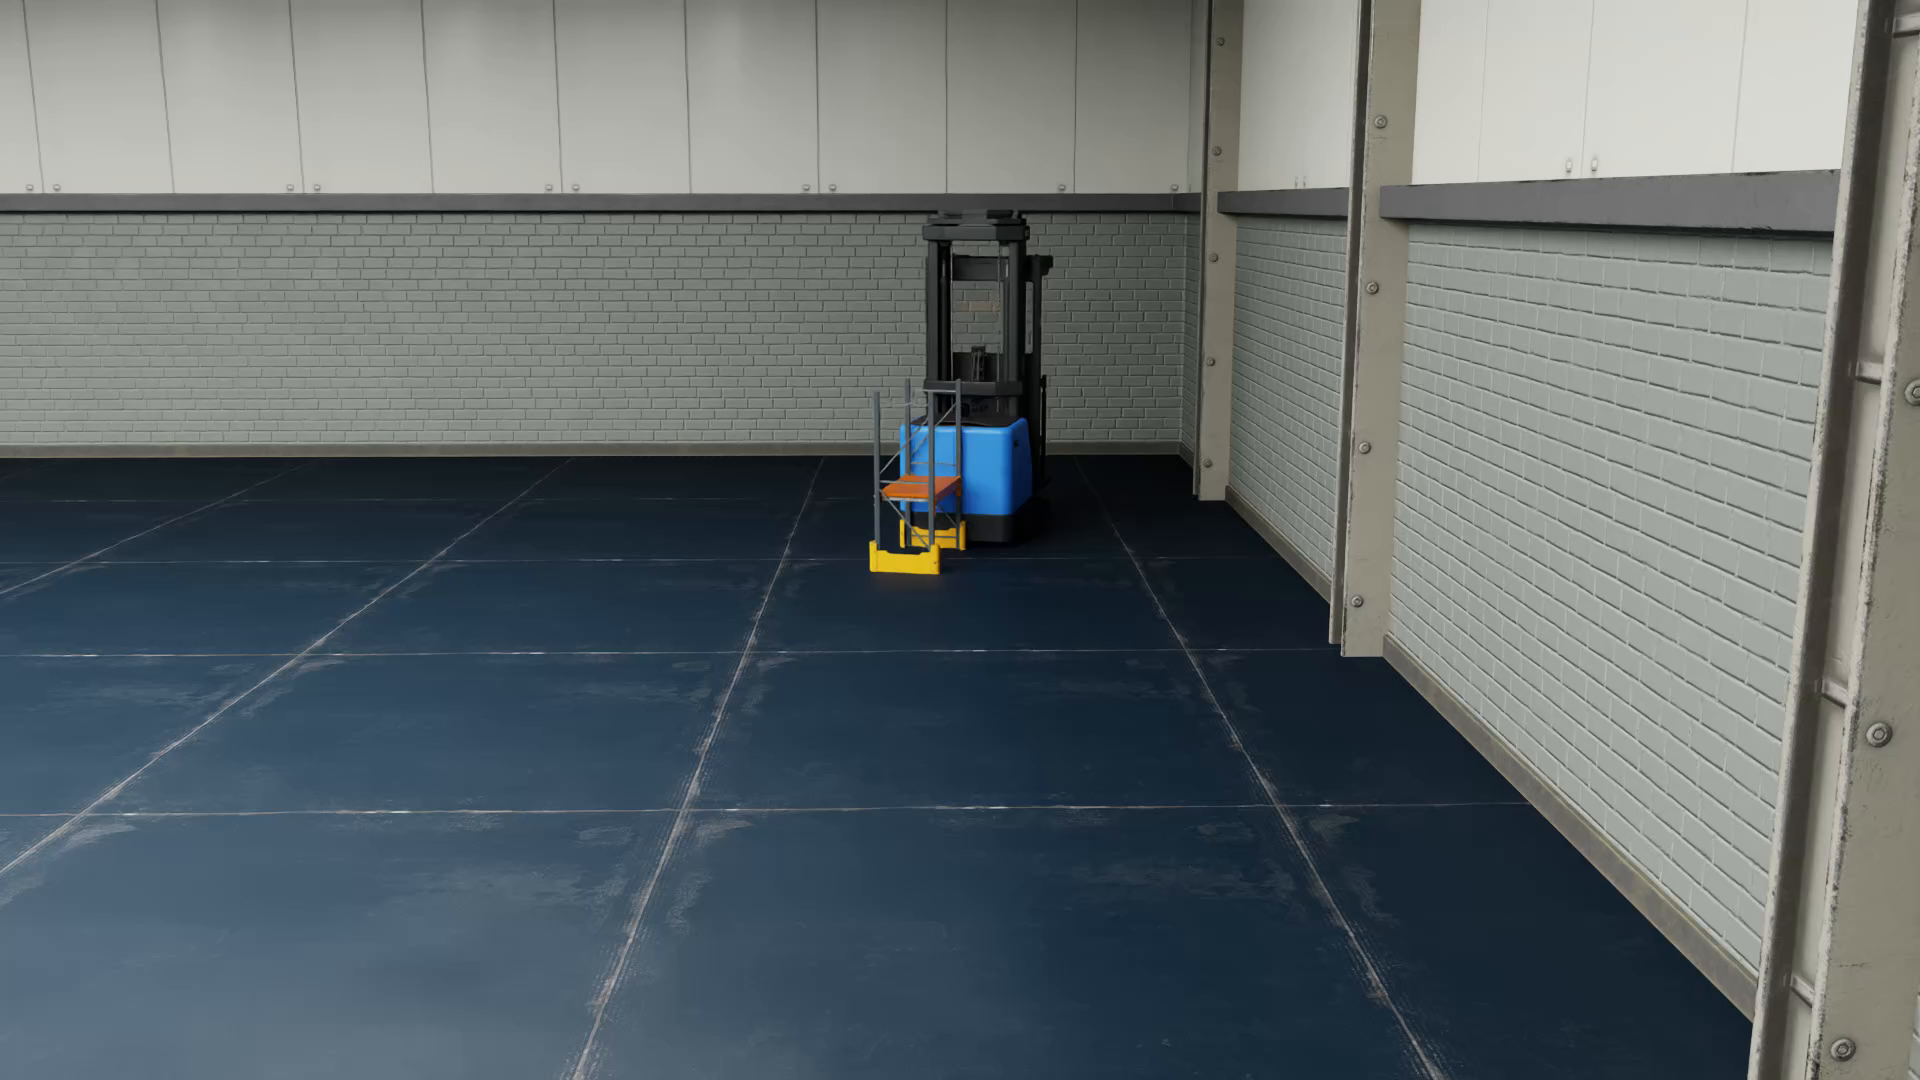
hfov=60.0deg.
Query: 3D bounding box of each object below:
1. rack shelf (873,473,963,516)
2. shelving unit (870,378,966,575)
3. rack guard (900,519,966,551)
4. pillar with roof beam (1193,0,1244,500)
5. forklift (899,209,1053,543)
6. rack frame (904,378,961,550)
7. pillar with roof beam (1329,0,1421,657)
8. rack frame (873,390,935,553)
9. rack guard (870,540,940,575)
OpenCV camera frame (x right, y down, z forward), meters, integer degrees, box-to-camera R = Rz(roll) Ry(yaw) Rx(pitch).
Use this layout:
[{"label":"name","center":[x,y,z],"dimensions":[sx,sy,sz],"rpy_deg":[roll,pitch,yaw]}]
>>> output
[{"label":"rack shelf","center":[-0.345,-0.389,14.111],"dimensions":[0.538,0.185,1.000],"rpy_deg":[3,12,12]},{"label":"shelving unit","center":[-0.347,-0.564,14.066],"dimensions":[0.587,1.500,1.083],"rpy_deg":[3,12,12]},{"label":"rack guard","center":[-0.239,-0.048,14.667],"dimensions":[0.587,0.250,0.087],"rpy_deg":[3,12,12]},{"label":"pillar with roof beam","center":[-1.704,-4.840,16.284],"dimensions":[9.100,9.000,0.400],"rpy_deg":[0,11,-1]},{"label":"forklift","center":[0.272,-1.658,15.860],"dimensions":[1.130,2.935,3.031],"rpy_deg":[3,12,12]},{"label":"rack frame","center":[-0.235,-0.664,14.561],"dimensions":[0.500,1.500,0.032],"rpy_deg":[3,12,12]},{"label":"pillar with roof beam","center":[-1.580,-3.647,10.405],"dimensions":[9.100,9.000,0.400],"rpy_deg":[0,11,-1]},{"label":"rack frame","center":[-0.455,-0.467,13.589],"dimensions":[0.500,1.500,0.032],"rpy_deg":[3,12,12]},{"label":"rack guard","center":[-0.455,0.145,13.714],"dimensions":[0.587,0.250,0.087],"rpy_deg":[3,12,12]}]
